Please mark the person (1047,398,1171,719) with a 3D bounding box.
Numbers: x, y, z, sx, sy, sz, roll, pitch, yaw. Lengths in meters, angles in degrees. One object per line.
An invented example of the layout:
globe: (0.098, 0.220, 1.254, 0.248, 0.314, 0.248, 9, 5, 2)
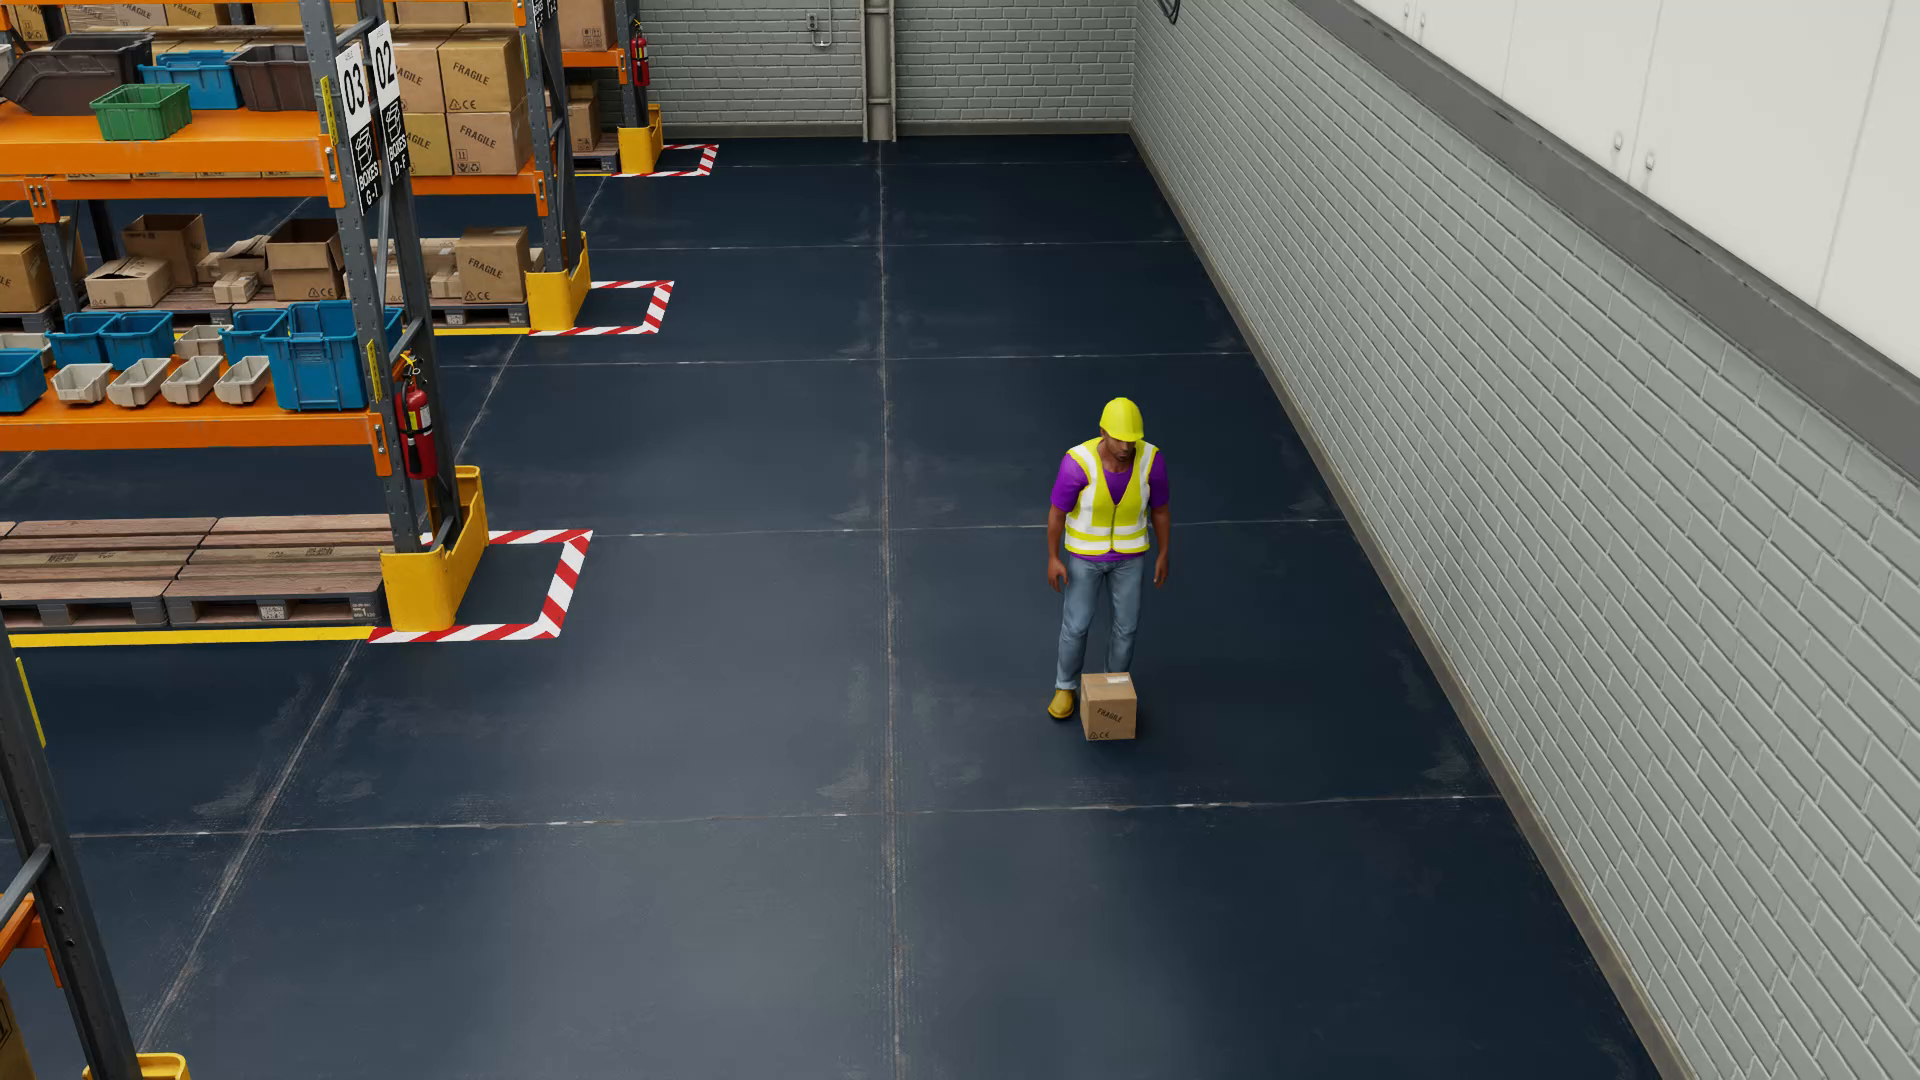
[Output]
person: (0.754, 0.083, 8.438, 0.636, 1.761, 0.454, -3, 28, -5)
